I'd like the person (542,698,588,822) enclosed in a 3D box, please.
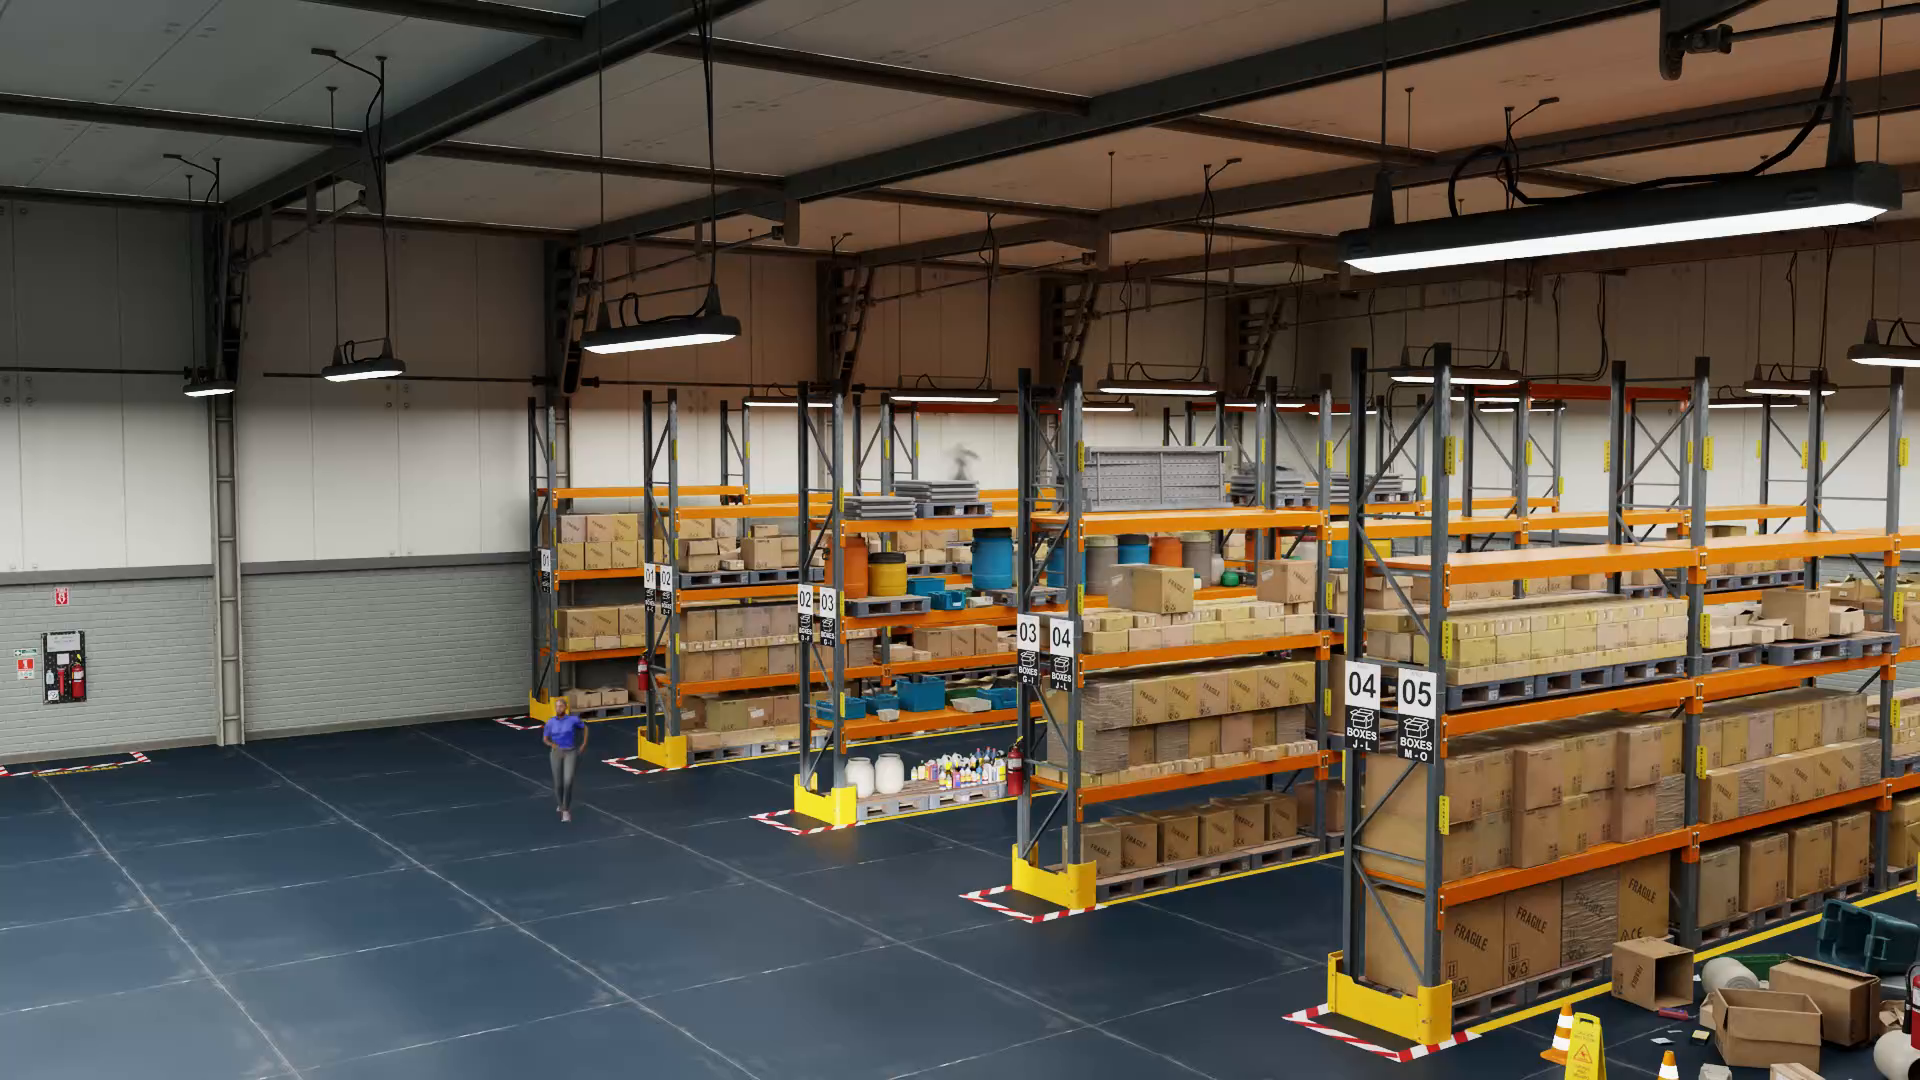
[{"bbox_3d":[-5.432,3.015,22.836,0.581,1.685,0.734,0,3,-4],"label":"person"}]

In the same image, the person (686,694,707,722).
[{"bbox_3d":[-4.709,2.614,28.794,0.883,1.718,0.670,-3,5,-42],"label":"person"}]
